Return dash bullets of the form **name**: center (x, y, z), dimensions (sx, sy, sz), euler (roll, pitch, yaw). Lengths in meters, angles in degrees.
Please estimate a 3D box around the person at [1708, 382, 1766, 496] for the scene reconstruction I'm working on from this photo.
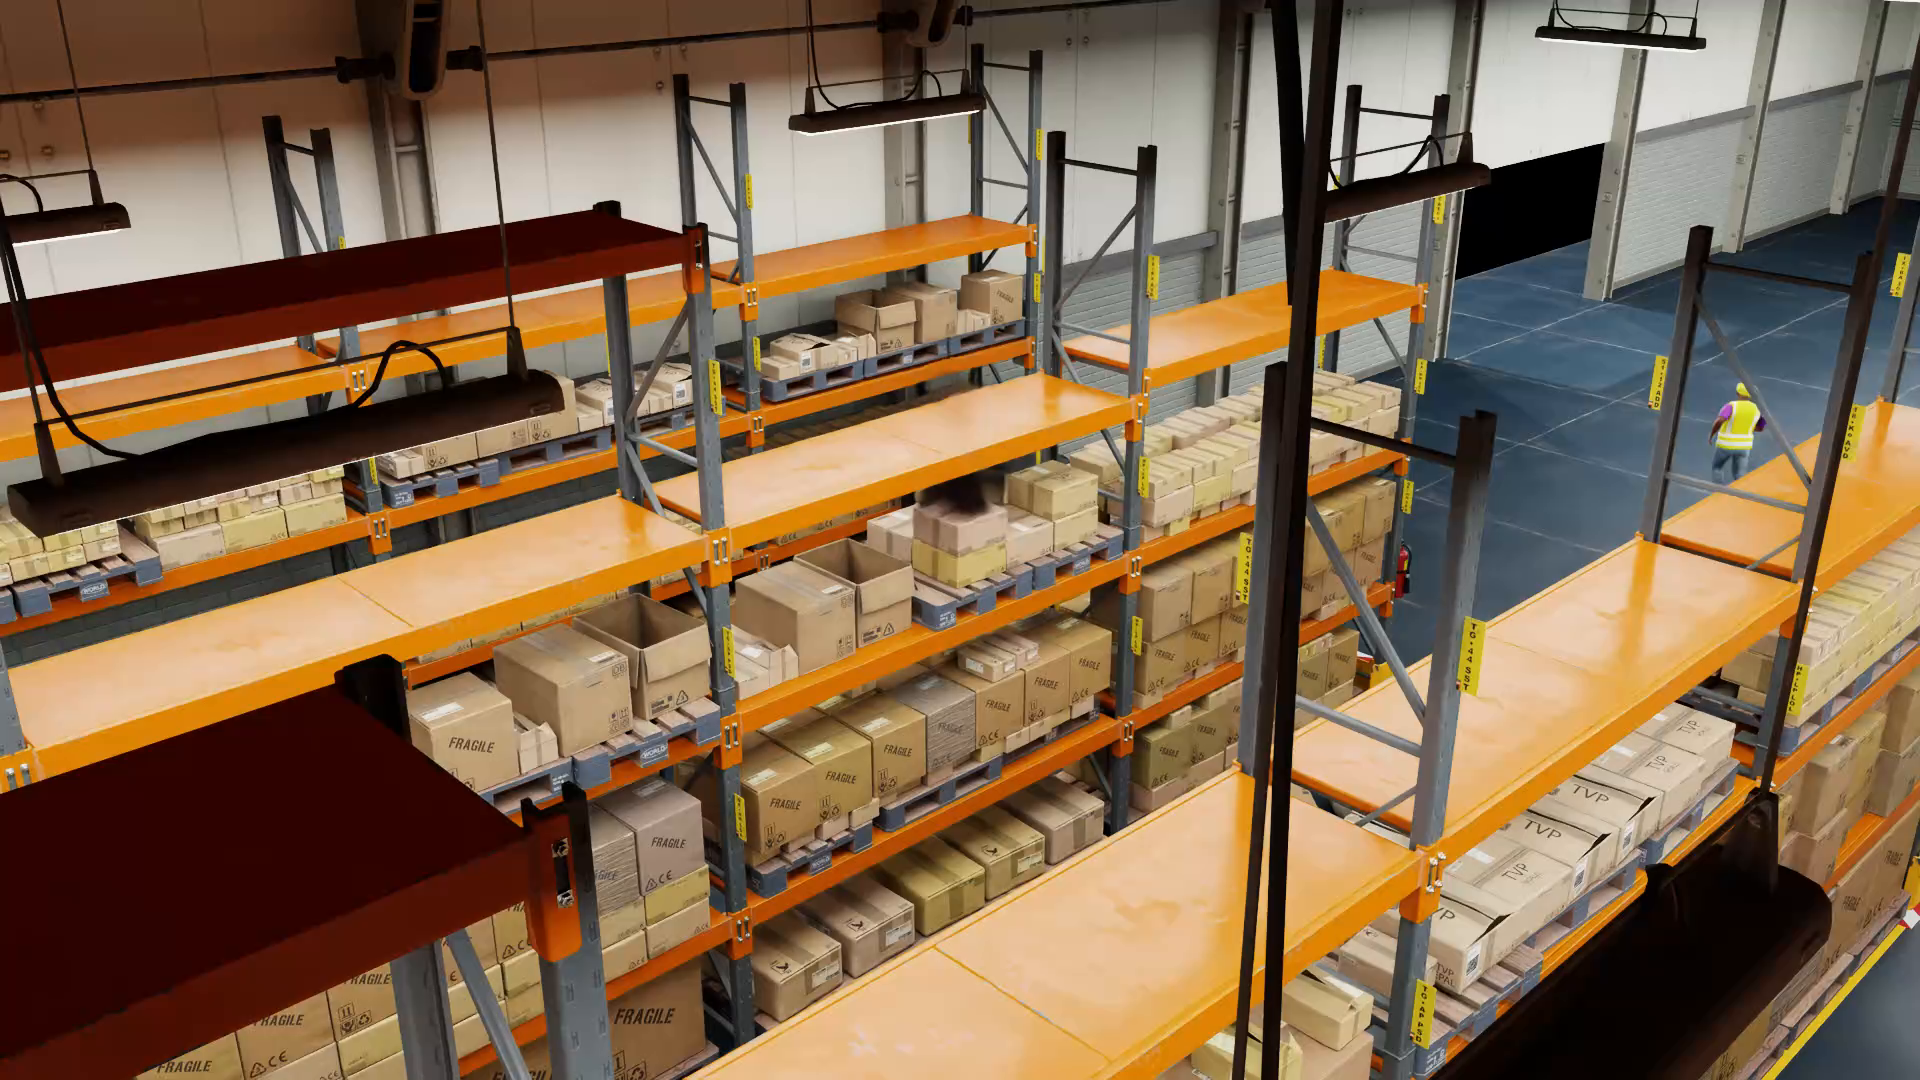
- **person**: center (9.928, -1.145, 21.322), dimensions (0.711, 1.812, 0.911), euler (3, 23, 8)
